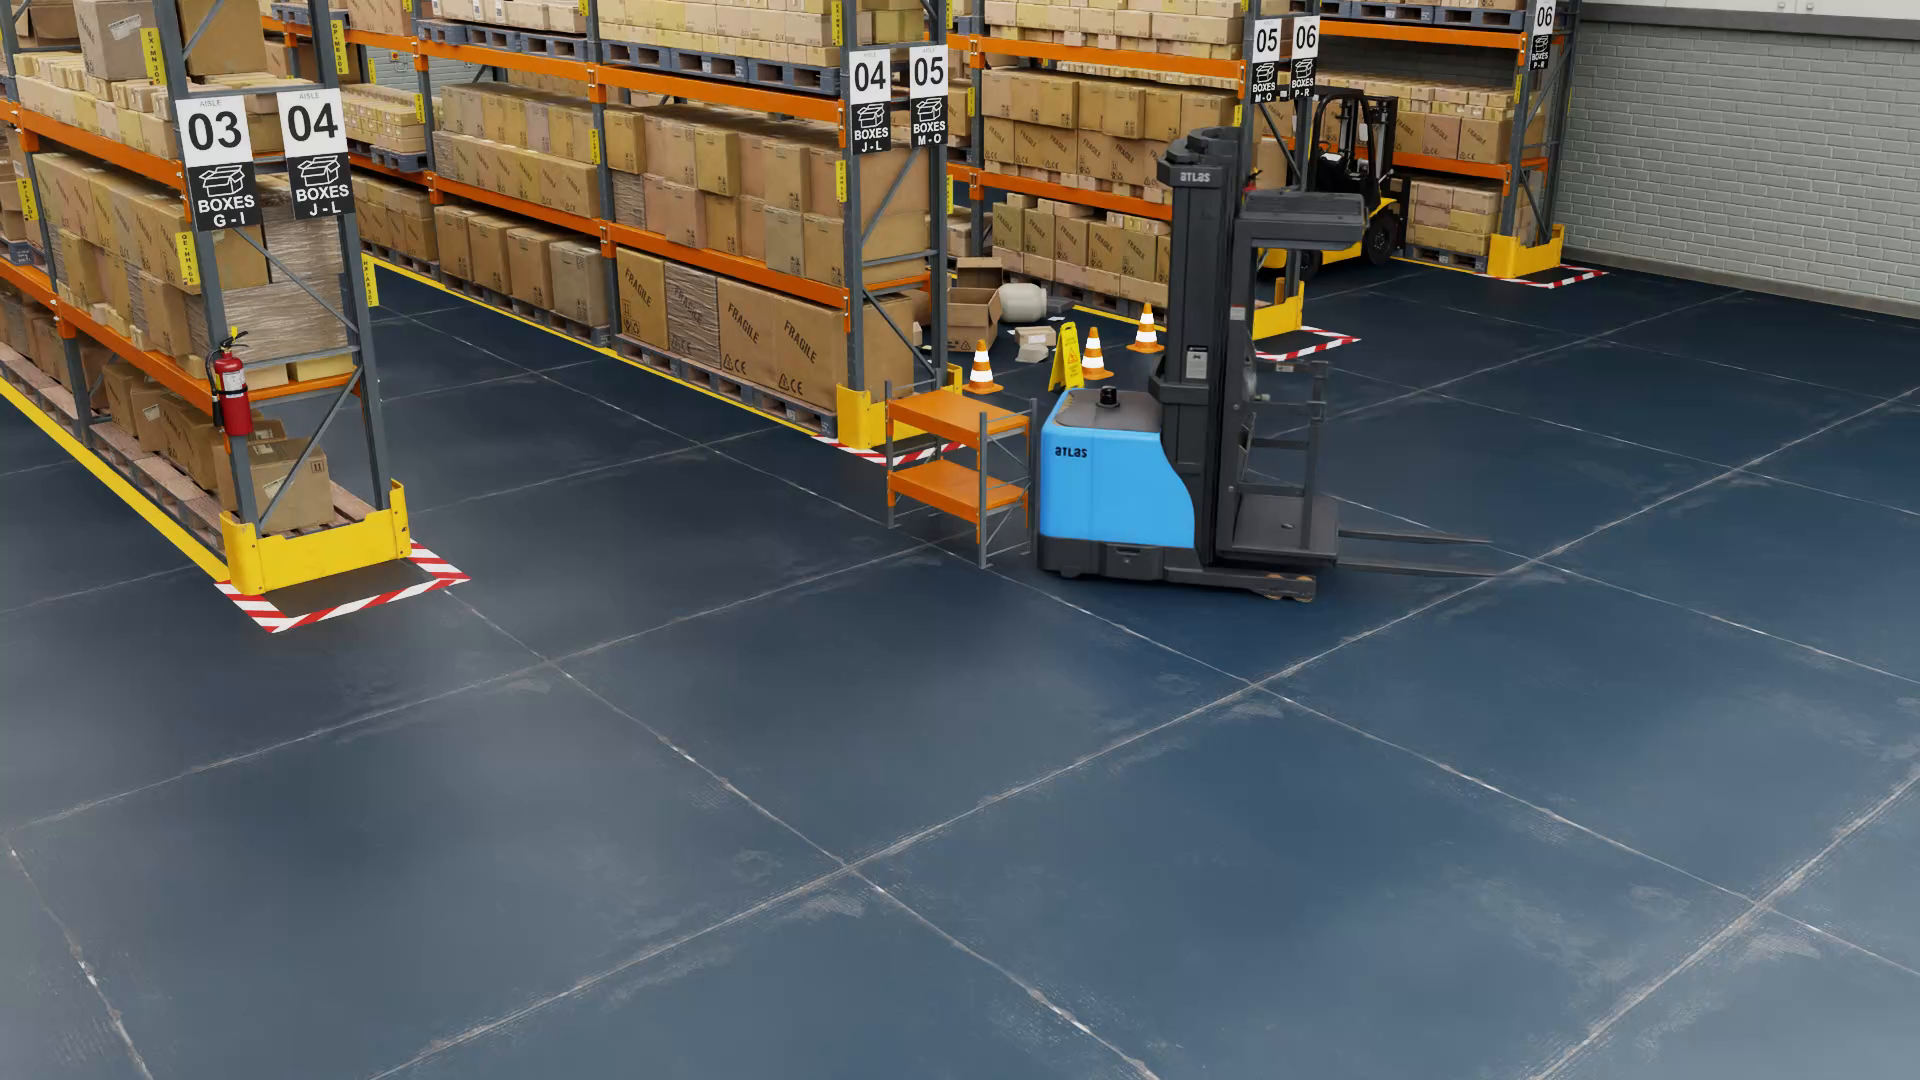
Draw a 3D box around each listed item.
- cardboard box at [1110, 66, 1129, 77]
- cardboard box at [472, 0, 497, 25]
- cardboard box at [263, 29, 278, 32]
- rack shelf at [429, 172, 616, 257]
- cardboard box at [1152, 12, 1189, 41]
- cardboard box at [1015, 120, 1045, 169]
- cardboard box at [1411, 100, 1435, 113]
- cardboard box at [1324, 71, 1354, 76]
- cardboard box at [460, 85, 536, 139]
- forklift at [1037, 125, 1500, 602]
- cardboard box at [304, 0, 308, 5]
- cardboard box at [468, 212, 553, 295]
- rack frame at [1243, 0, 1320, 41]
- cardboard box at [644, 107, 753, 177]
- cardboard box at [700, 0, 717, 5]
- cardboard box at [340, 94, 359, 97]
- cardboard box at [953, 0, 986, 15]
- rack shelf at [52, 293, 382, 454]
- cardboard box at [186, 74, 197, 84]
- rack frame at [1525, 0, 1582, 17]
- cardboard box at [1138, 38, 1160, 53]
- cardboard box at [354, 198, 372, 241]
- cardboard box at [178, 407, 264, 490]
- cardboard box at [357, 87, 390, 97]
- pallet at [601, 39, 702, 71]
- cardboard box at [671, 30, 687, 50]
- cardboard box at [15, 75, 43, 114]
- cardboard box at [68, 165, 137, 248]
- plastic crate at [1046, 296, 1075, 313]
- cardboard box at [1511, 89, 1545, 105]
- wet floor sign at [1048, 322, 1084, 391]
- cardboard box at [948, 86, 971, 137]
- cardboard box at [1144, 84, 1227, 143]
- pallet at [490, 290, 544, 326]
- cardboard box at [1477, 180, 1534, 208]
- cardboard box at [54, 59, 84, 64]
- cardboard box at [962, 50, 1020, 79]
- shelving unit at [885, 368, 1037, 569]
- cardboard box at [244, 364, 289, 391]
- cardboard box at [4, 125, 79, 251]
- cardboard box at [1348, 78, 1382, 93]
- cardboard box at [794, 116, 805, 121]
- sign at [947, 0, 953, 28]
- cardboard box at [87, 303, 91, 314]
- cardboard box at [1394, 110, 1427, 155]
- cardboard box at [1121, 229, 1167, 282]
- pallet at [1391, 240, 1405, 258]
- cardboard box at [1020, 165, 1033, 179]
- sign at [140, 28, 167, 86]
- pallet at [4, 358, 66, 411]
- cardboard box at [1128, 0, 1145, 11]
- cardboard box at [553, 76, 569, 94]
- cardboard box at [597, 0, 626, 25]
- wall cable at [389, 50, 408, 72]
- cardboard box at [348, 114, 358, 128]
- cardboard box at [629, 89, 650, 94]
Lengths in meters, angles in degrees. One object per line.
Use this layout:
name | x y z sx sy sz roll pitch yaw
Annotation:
cardboard box | 2.410 -6.855 24.346 0.380 0.149 0.250 -17 27 -37
cardboard box | -4.778 -5.610 17.491 0.500 0.311 0.500 -18 28 -38
cardboard box | -10.150 -7.199 24.336 0.500 0.500 0.500 -19 28 -39
rack shelf | -4.441 -3.658 18.197 1.077 0.370 4.000 -17 27 -37
cardboard box | 2.305 -5.227 16.900 0.500 0.250 0.500 -18 28 -38
cardboard box | 0.970 -4.511 18.842 0.500 0.500 0.500 -18 27 -38
cardboard box | 5.804 -5.385 20.594 0.380 0.149 0.250 -19 28 -39
cardboard box | 5.060 -6.151 22.141 0.380 0.149 0.250 -18 28 -38
cardboard box | -5.129 -4.792 18.597 0.700 0.500 0.500 -18 28 -38
forklift | 2.096 -1.168 10.947 3.031 2.935 1.130 5 22 12
cardboard box | -7.942 -6.908 20.942 0.500 0.311 0.500 -18 28 -38
cardboard box | -4.843 -3.263 18.711 1.050 0.750 0.750 -17 27 -37
rack frame | 3.160 -6.335 15.819 1.000 3.000 0.127 -17 27 -37
cardboard box | -2.473 -3.779 15.832 0.875 0.550 0.550 -17 27 -37
cardboard box | -1.997 -4.662 14.199 0.380 0.149 0.250 -17 27 -37
cardboard box | -7.768 -5.501 20.868 0.380 0.149 0.250 -18 28 -38
cardboard box | 0.058 -6.296 19.462 0.500 0.250 0.500 -18 28 -38
rack shelf | -5.653 -1.400 12.432 1.077 0.370 4.000 -17 27 -37
cardboard box | -5.175 -3.193 11.570 0.380 0.149 0.250 -19 28 -40
rack frame | 6.918 -7.518 18.838 1.000 3.000 0.127 -17 27 -37
cardboard box | 2.067 -5.139 17.223 0.380 0.149 0.250 -18 28 -38
cardboard box | -7.377 -4.128 21.261 0.500 0.500 0.500 -17 27 -37
cardboard box | -5.553 -0.725 12.574 0.500 0.500 0.500 -14 26 -33
cardboard box | -7.604 -5.796 21.622 0.380 0.149 0.250 -19 28 -39
pallet | -2.609 -4.567 15.540 1.003 0.211 1.213 -17 27 -37
cardboard box | -2.322 -4.429 14.698 0.380 0.149 0.250 -17 27 -37
cardboard box | -6.859 -3.429 12.719 0.500 0.250 0.500 -19 28 -39
cardboard box | -6.204 -2.477 12.280 0.500 0.500 0.500 -17 27 -37
plastic crate | 0.953 -2.658 18.661 0.583 0.080 0.402 12 24 27
cardboard box | 6.861 -5.355 20.108 0.380 0.149 0.250 -18 28 -38
wet floor sign | 0.995 -1.702 15.445 0.232 0.644 0.267 17 27 36
cardboard box | 0.074 -5.100 19.772 0.500 0.500 0.500 -18 28 -38
cardboard box | 2.337 -4.423 17.247 0.700 0.500 0.500 -17 27 -37
pallet | -4.496 -2.674 18.523 1.003 0.211 1.213 -17 27 -37
cardboard box | 6.748 -4.283 20.629 0.500 0.250 0.500 -18 28 -38
cardboard box | -6.400 -3.442 12.205 0.380 0.149 0.250 -16 27 -36
cardboard box | 0.490 -7.585 26.519 0.797 0.503 0.637 -18 28 -39
shelving unit | -0.004 -0.526 11.784 0.538 1.125 1.048 -17 27 -37
cardboard box | -4.690 -1.095 11.011 0.380 0.149 0.250 -17 27 -37
cardboard box | -7.371 -3.015 14.171 1.000 1.000 1.000 -17 27 -37
cardboard box | 5.191 -5.821 21.298 0.380 0.149 0.250 -18 27 -38
cardboard box | -1.991 -5.696 22.183 0.380 0.149 0.250 -19 29 -40
sign | -0.100 -4.306 13.445 0.100 0.325 0.005 -17 27 -37
cardboard box | -6.538 -1.838 12.908 0.380 0.149 0.250 -17 27 -37
cardboard box | 5.731 -5.131 20.835 0.500 0.500 0.500 -18 28 -38
cardboard box | 2.096 -3.109 17.974 0.500 0.500 0.500 -16 27 -36
pallet | 5.595 -3.964 21.815 1.003 0.211 1.213 -17 27 -37
cardboard box | 0.912 -4.243 19.048 0.380 0.149 0.250 -18 27 -38
sign | -4.781 -2.865 9.858 0.100 0.325 0.005 -17 27 -37
pallet | -8.268 -1.541 15.629 1.003 0.211 1.213 -17 27 -37
cardboard box | 1.964 -5.592 17.287 0.380 0.149 0.250 -18 28 -39
cardboard box | -6.179 -7.395 26.615 0.500 0.500 0.500 -16 27 -36
cardboard box | -3.028 -4.946 15.471 0.500 0.250 0.500 -17 27 -37
wall cable | -10.982 -10.002 31.972 0.585 1.953 0.123 -17 27 -37
cardboard box | -7.257 -5.146 20.372 0.380 0.149 0.250 -17 27 -36
cardboard box | -4.599 -6.831 24.832 0.500 0.250 0.500 -18 28 -39
